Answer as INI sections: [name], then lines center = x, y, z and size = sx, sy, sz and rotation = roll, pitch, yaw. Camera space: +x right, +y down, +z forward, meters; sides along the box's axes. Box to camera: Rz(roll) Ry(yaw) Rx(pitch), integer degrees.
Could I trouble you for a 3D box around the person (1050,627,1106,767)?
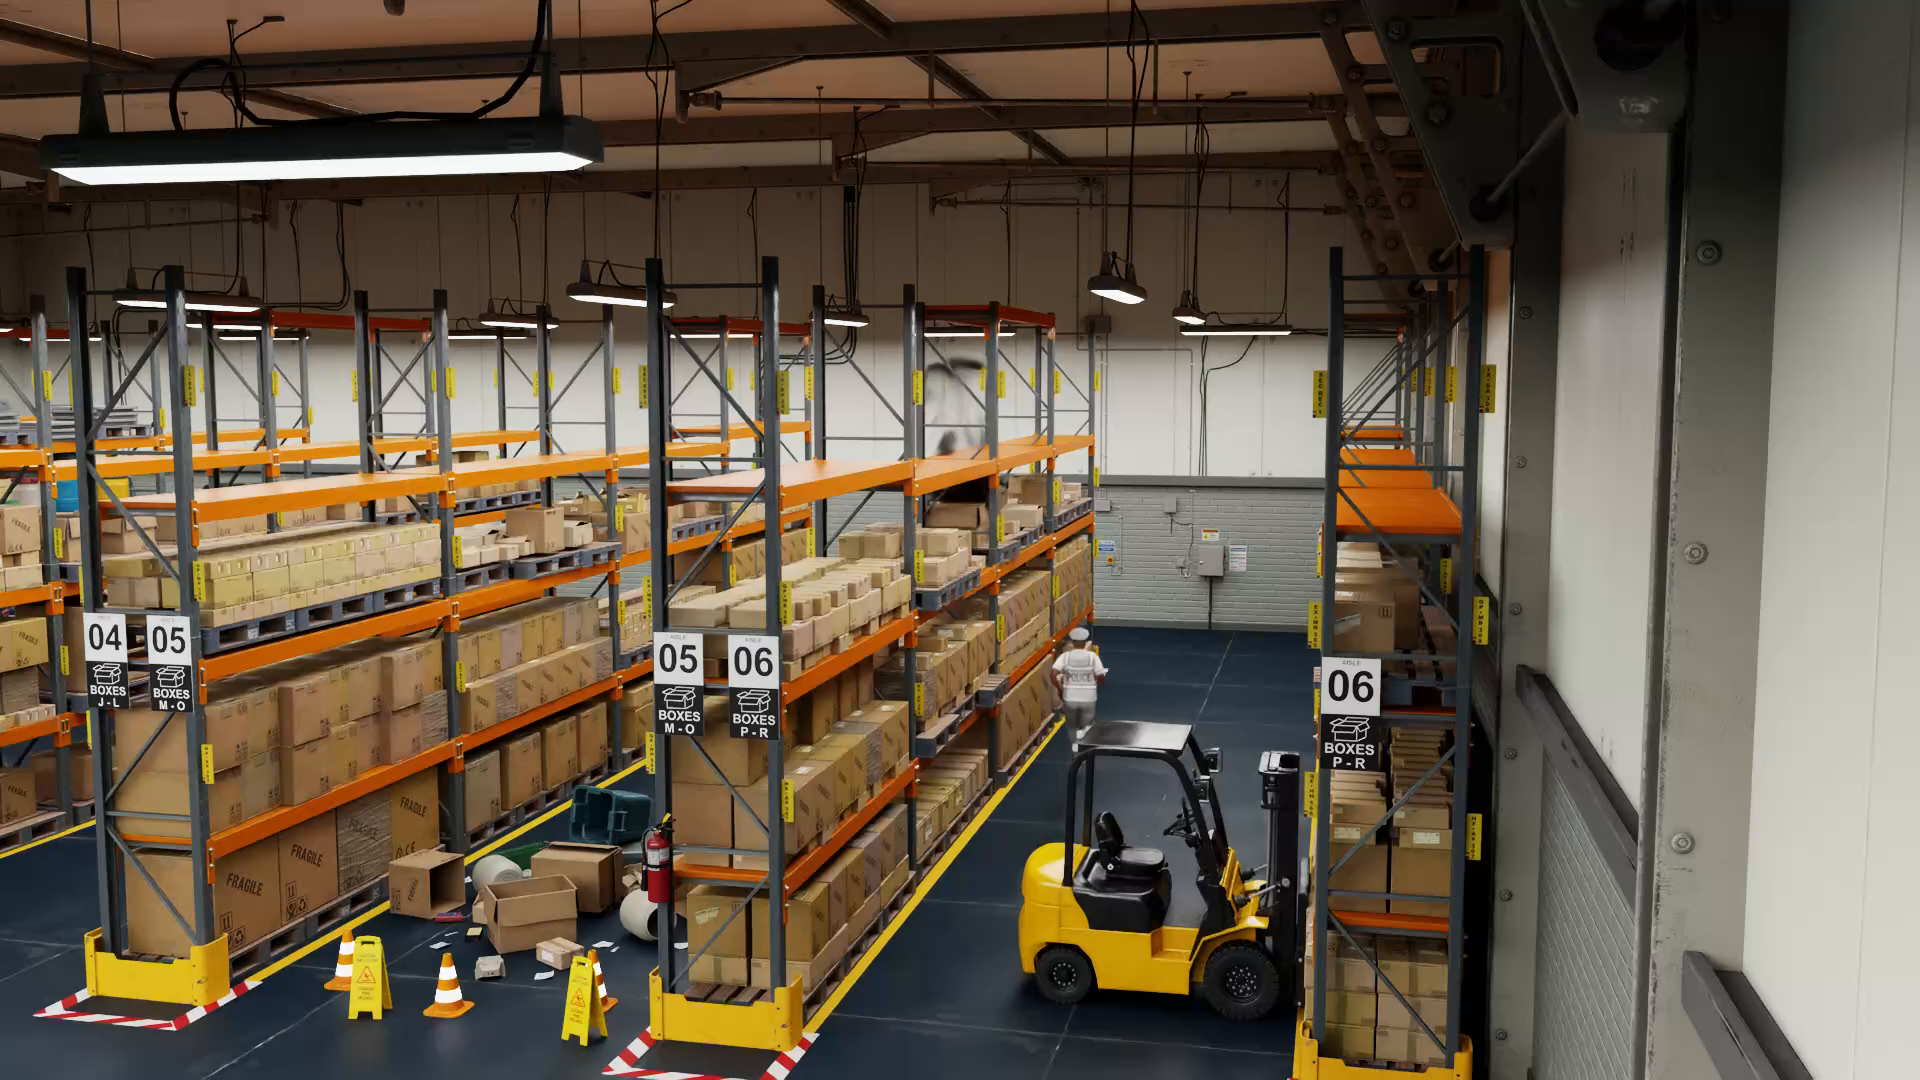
[person]
center = 1.441, 1.977, 20.294
size = 0.672, 1.807, 0.814
rotation = 1, 6, 9
